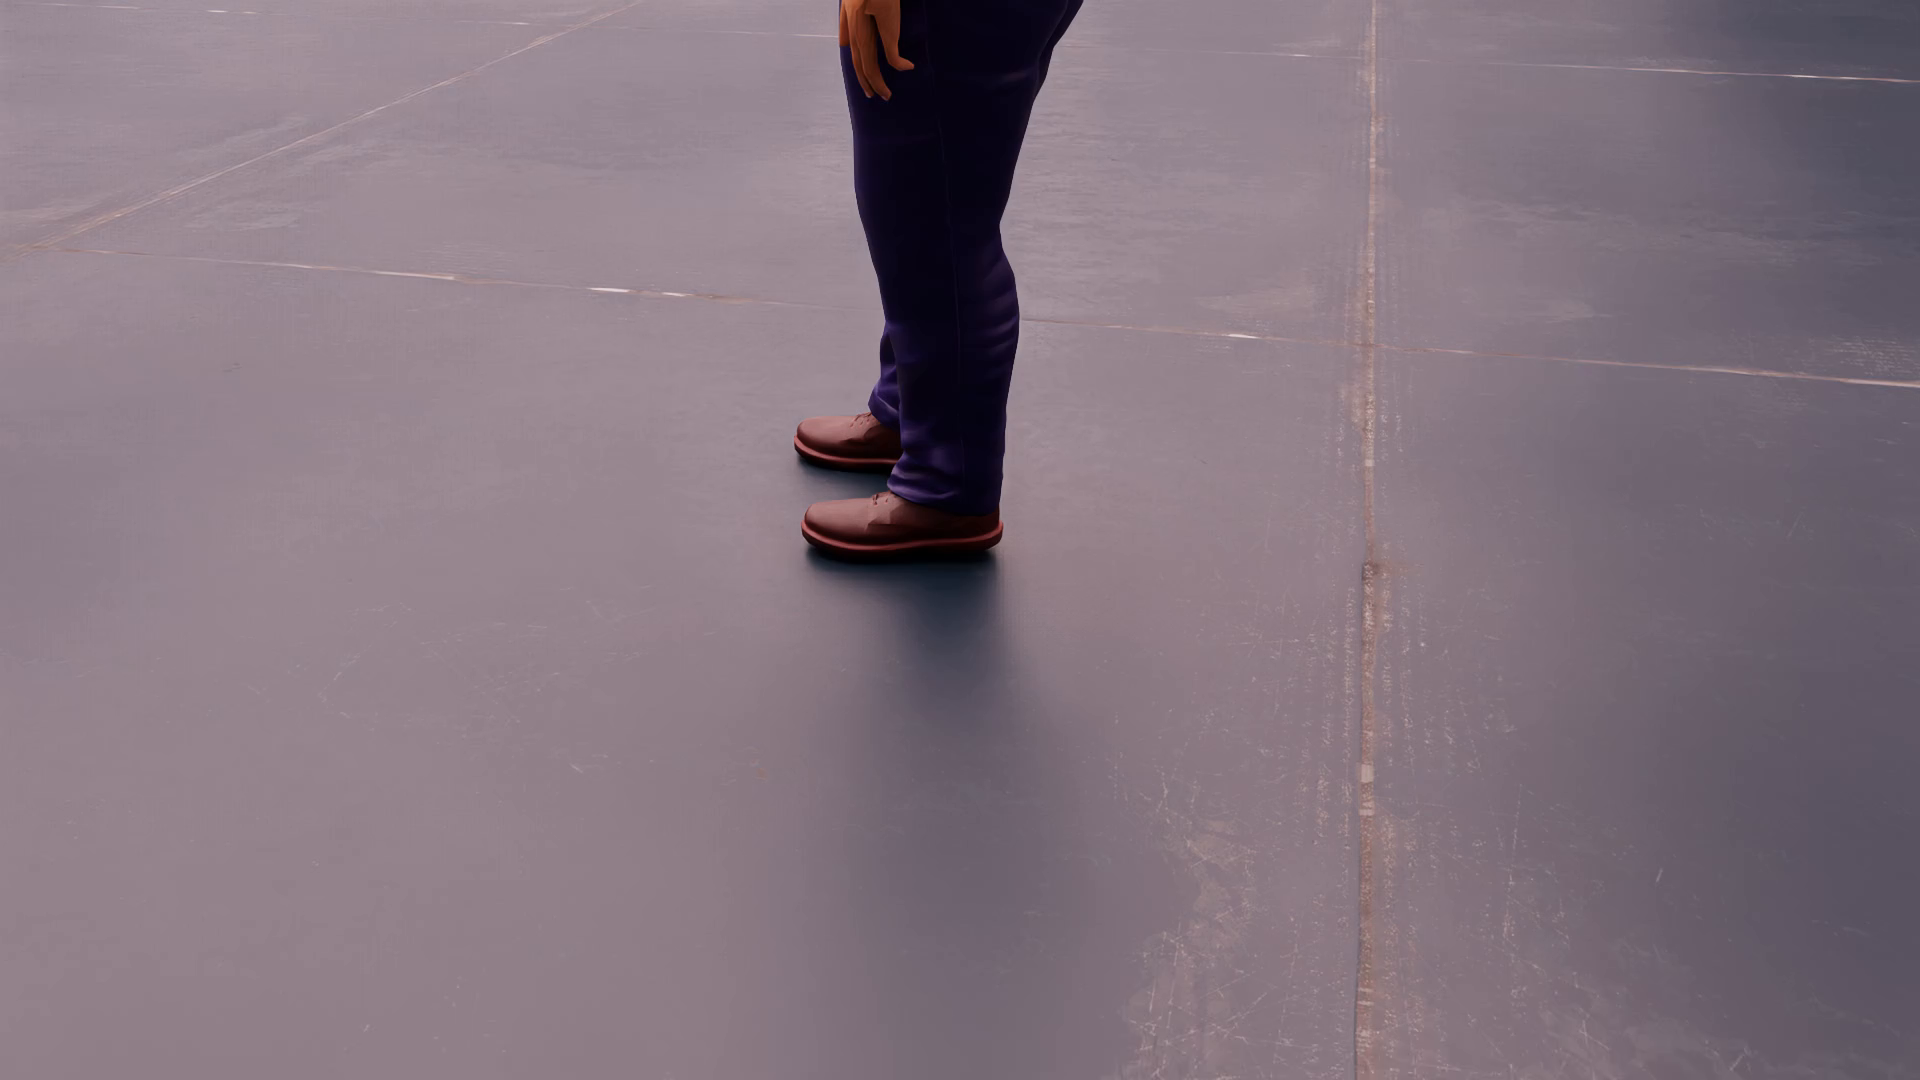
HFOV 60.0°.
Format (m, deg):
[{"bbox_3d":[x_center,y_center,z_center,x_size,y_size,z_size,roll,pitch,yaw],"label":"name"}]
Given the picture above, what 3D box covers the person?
[{"bbox_3d":[-0.083,-0.756,2.166,0.502,1.640,0.598,6,27,11],"label":"person"}]
